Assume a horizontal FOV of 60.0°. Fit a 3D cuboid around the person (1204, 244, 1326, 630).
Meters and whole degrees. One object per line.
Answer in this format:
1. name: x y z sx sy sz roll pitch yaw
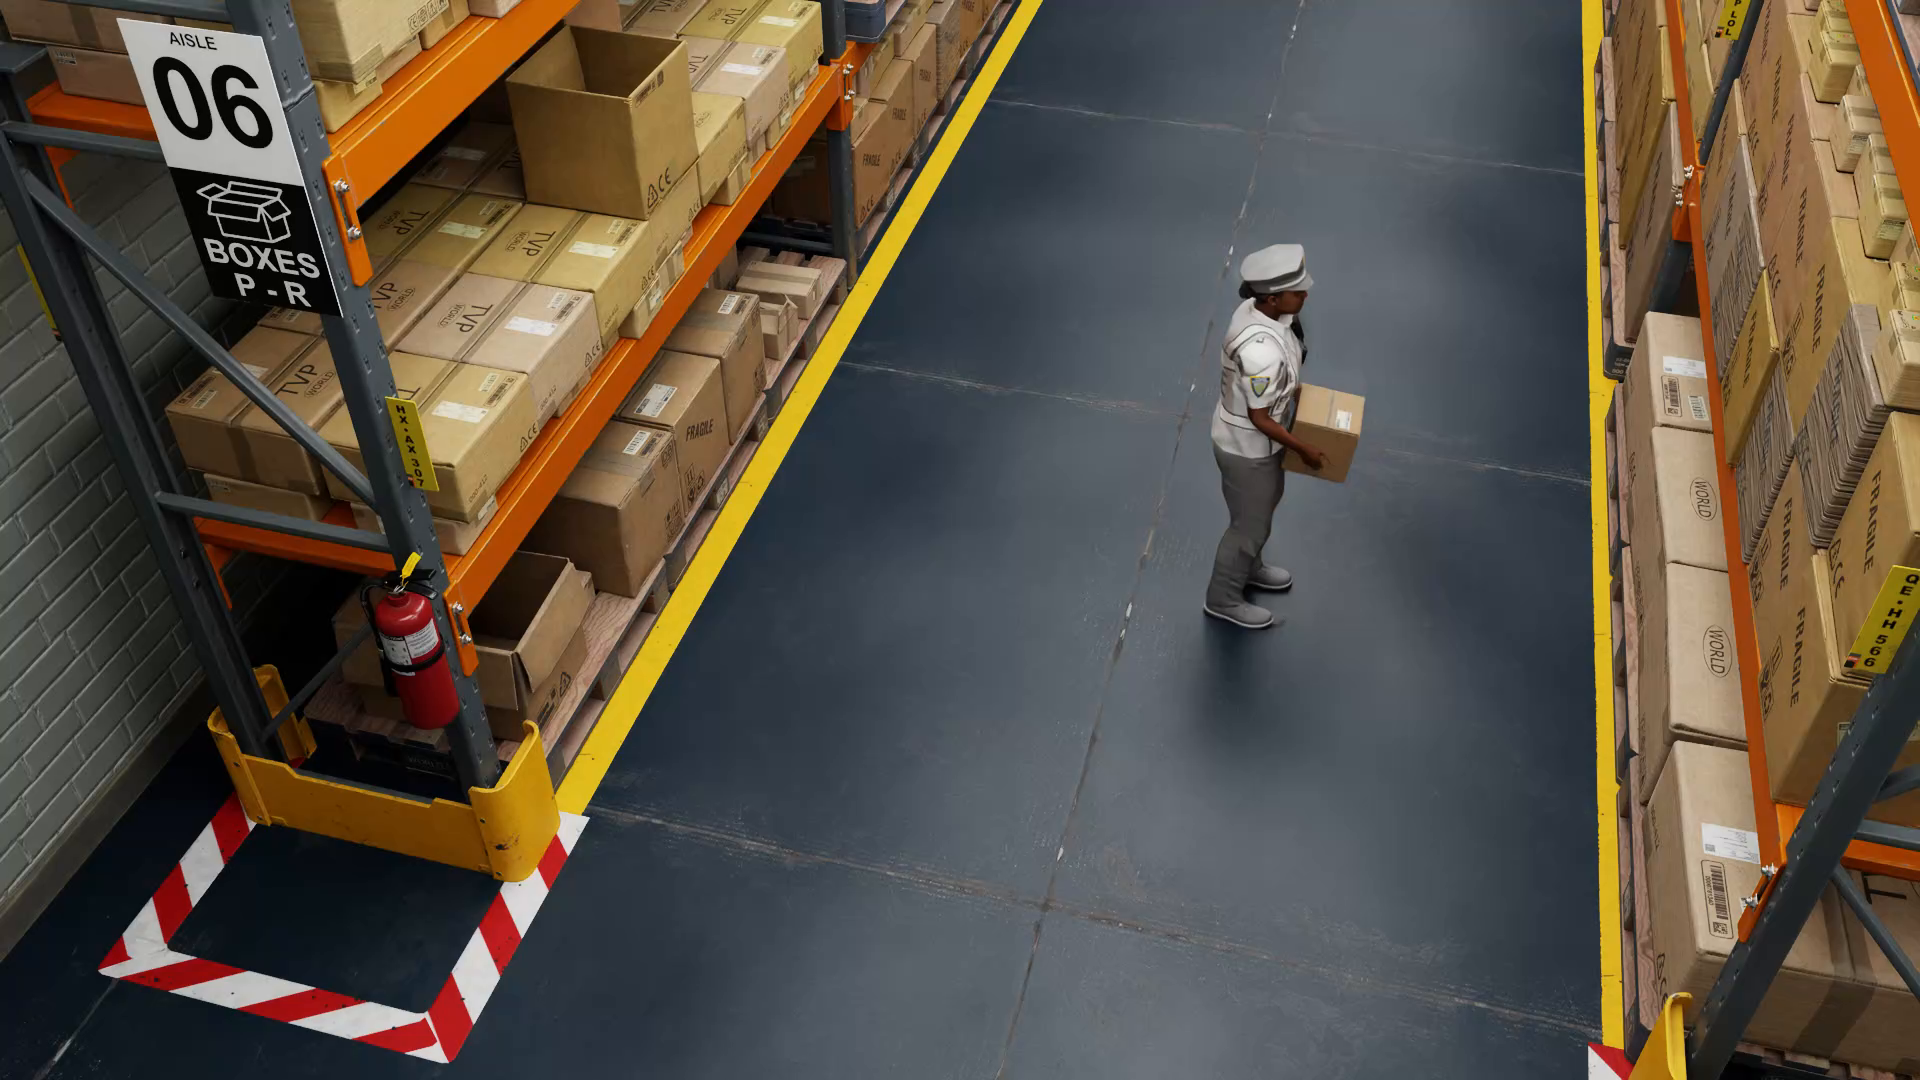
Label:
1. person: 1.235 -0.406 6.598 0.478 1.690 0.473 10 42 11
